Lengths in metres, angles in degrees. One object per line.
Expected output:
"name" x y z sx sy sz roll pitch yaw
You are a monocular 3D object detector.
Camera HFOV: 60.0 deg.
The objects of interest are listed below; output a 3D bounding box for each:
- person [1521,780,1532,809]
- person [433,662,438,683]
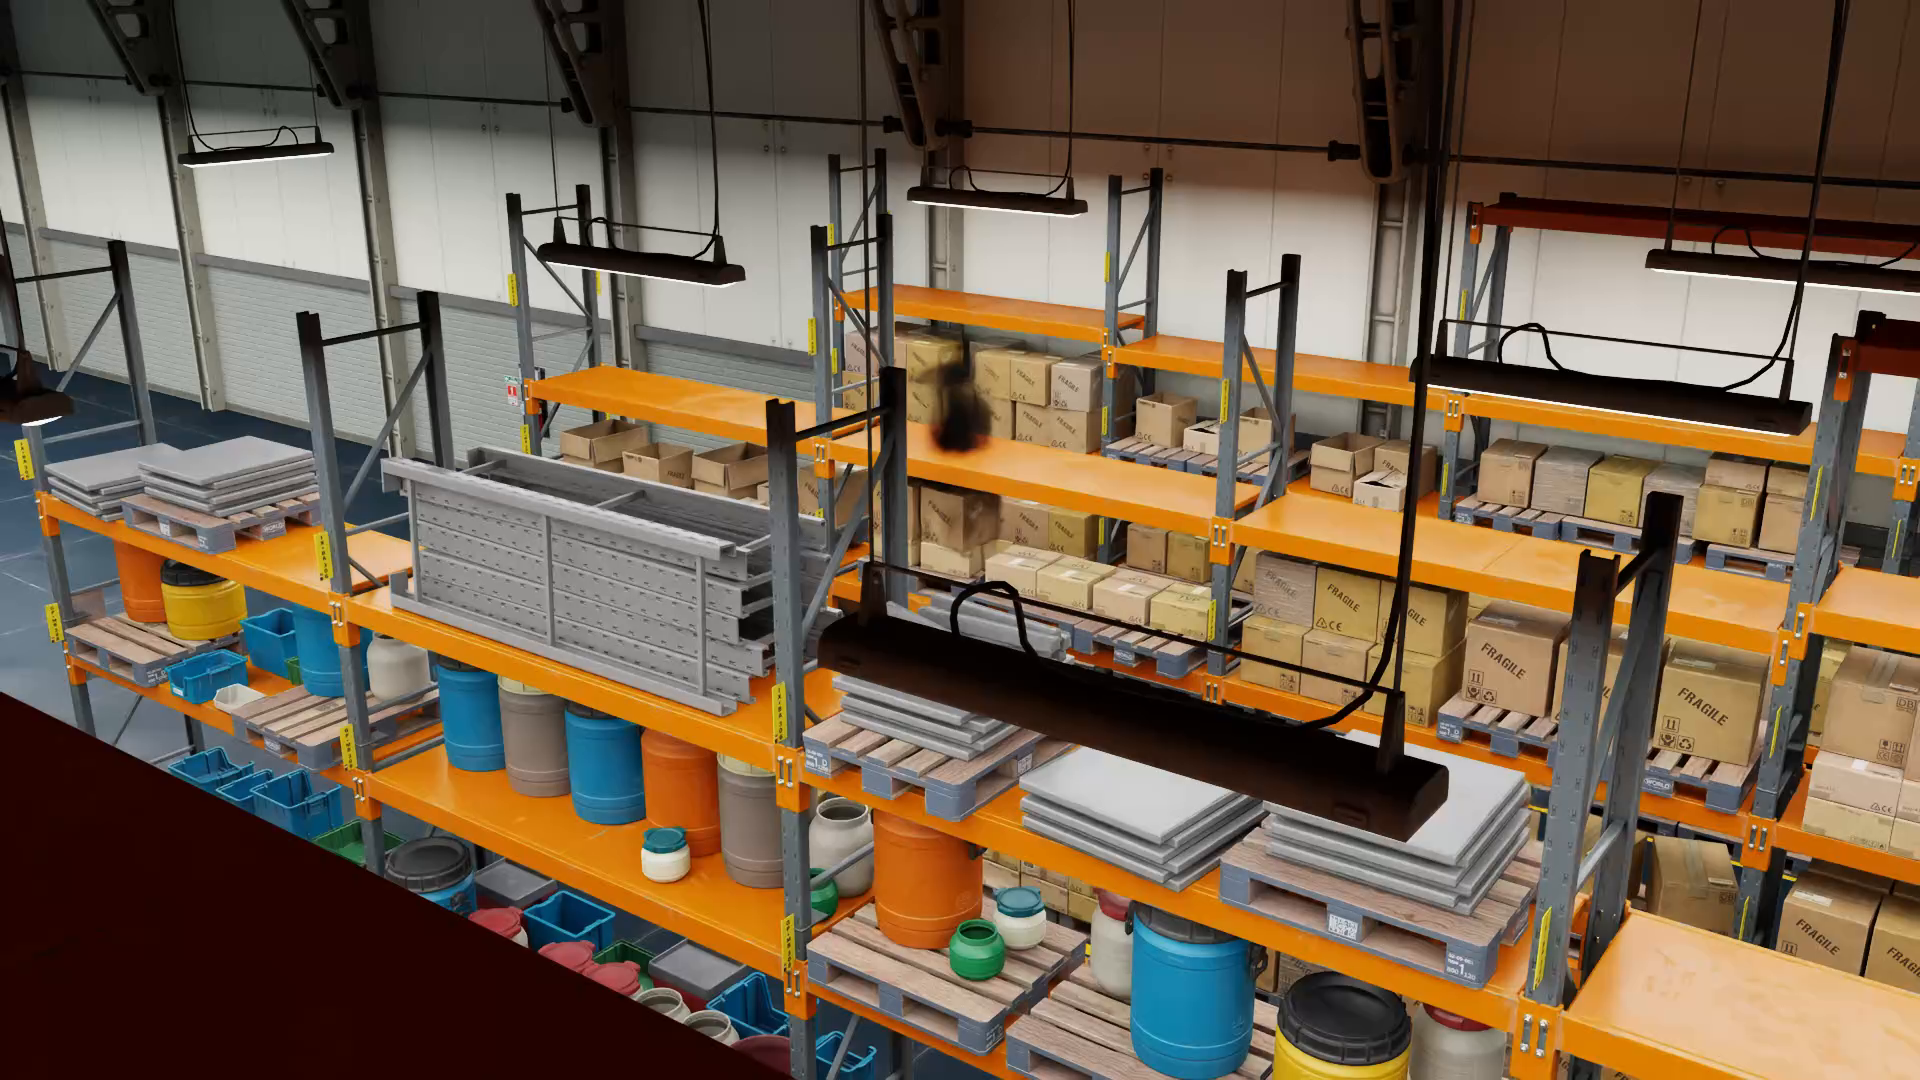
"person" 5.148 2.368 15.412 0.688 1.688 0.559 9 20 24
"person" -5.764 1.173 18.868 0.930 1.747 0.706 -15 24 -38
